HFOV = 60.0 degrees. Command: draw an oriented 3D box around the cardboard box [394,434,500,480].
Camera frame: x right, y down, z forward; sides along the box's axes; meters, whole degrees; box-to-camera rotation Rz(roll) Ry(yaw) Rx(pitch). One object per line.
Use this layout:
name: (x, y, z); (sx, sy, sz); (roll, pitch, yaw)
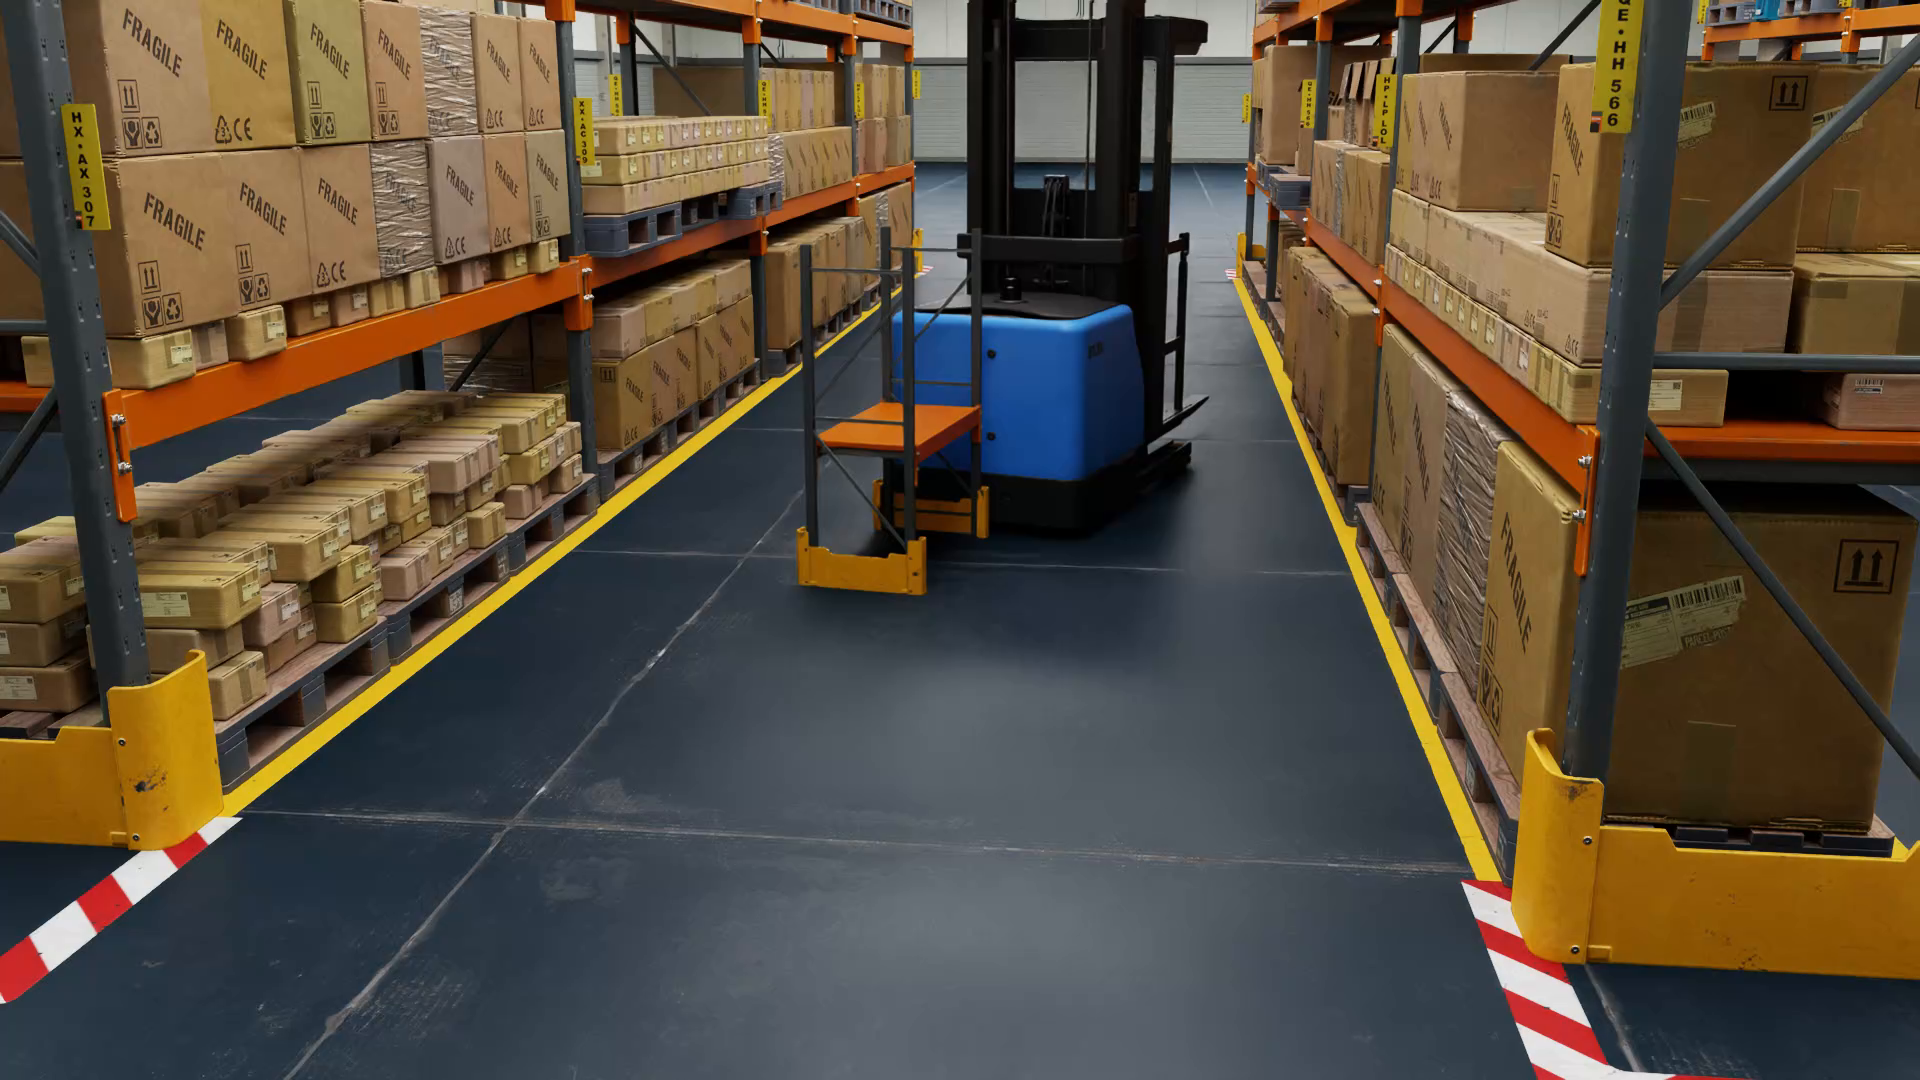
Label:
cardboard box: (-2.247, -0.367, 7.289); (0.380, 0.149, 0.250); (1, 15, 4)

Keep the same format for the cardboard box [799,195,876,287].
cardboard box: (-1.366, -3.036, 16.910); (0.875, 0.875, 0.875); (2, 15, 7)

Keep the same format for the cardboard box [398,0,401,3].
cardboard box: (-6.066, -5.577, 17.011); (0.500, 0.250, 0.500); (2, 15, 6)

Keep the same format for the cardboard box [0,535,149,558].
cardboard box: (-2.967, 0.092, 5.591); (0.380, 0.149, 0.250); (2, 15, 7)

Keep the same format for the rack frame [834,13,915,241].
rack frame: (-1.055, -4.735, 19.928); (1.000, 3.000, 0.127); (2, 15, 6)

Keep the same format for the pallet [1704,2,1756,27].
pallet: (8.593, -5.562, 17.602); (1.003, 0.211, 1.213); (2, 15, 6)

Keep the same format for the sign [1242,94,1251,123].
sign: (3.323, -4.997, 19.237); (0.100, 0.325, 0.005); (2, 15, 6)

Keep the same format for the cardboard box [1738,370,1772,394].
cardboard box: (2.480, -0.507, 4.773); (0.380, 0.149, 0.250); (1, 15, 5)

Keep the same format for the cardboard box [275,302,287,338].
cardboard box: (-2.534, -0.745, 5.654); (0.380, 0.149, 0.250); (2, 15, 9)

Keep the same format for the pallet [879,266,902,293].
pallet: (-1.208, -2.864, 18.350); (1.003, 0.211, 1.213); (2, 15, 6)

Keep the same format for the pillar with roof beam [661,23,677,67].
pillar with roof beam: (-4.229, -15.396, 47.861); (9.100, 9.000, 0.400); (2, 15, 6)

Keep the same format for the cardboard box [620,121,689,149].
cardboard box: (-1.792, -2.350, 9.645); (0.380, 0.149, 0.250); (2, 15, 6)

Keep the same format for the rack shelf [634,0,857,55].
rack shelf: (-1.732, -4.280, 13.875); (1.077, 0.370, 4.000); (2, 15, 6)

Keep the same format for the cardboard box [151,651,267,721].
cardboard box: (-2.483, 0.461, 5.366); (0.380, 0.149, 0.250); (2, 15, 7)

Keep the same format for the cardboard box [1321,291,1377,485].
cardboard box: (2.560, -0.794, 8.619); (1.225, 0.875, 0.875); (2, 15, 6)

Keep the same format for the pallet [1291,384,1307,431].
pallet: (2.795, -0.940, 11.234); (1.003, 0.211, 1.213); (2, 15, 6)

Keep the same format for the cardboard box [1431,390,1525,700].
cardboard box: (2.152, 0.005, 5.662); (0.875, 0.875, 0.875); (2, 15, 6)

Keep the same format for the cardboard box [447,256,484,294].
cardboard box: (-2.274, -1.146, 7.134); (0.380, 0.149, 0.250); (1, 15, 4)

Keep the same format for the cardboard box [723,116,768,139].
cardboard box: (-1.557, -2.889, 11.635); (0.380, 0.149, 0.250); (1, 15, 4)

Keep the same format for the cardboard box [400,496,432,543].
cardboard box: (-2.417, -0.096, 6.857); (0.380, 0.149, 0.250); (2, 15, 9)

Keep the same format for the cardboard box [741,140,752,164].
cardboard box: (-1.617, -2.606, 11.162); (0.380, 0.149, 0.250); (2, 15, 8)

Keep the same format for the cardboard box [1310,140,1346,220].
cardboard box: (2.634, -2.418, 11.168); (0.500, 0.500, 0.500); (2, 15, 8)

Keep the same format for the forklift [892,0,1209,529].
forklift: (0.697, -1.807, 9.229); (1.130, 2.935, 3.031); (6, 16, 23)

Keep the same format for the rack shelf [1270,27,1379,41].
rack shelf: (3.636, -5.214, 17.056); (0.831, 0.071, 3.687); (2, 15, 6)

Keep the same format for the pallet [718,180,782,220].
pallet: (-1.932, -2.380, 11.585); (1.213, 0.211, 1.003); (2, 15, 6)

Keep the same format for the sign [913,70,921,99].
sign: (-0.517, -5.389, 19.674); (0.100, 0.325, 0.005); (2, 15, 6)

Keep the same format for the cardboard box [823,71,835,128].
cardboard box: (-1.557, -4.100, 15.471); (0.700, 0.500, 0.500); (1, 15, 5)

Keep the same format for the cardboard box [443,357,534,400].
cardboard box: (-2.576, -0.819, 9.427); (0.500, 0.500, 0.500); (1, 15, 5)

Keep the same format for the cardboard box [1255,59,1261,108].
cardboard box: (3.411, -4.844, 17.652); (0.500, 0.500, 0.500); (2, 15, 6)

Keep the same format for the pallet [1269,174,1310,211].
pallet: (2.934, -2.584, 12.338); (1.213, 0.211, 1.003); (2, 15, 6)

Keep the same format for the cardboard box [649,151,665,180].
cardboard box: (-1.852, -2.071, 9.181); (0.380, 0.149, 0.250); (2, 15, 8)

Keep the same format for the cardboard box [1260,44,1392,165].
cardboard box: (3.182, -3.816, 14.574); (1.000, 1.000, 1.000); (2, 15, 7)

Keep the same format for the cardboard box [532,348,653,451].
cardboard box: (-2.062, -0.803, 9.369); (0.500, 0.500, 0.500); (2, 15, 8)

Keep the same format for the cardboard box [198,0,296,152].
cardboard box: (-2.495, -1.500, 5.285); (0.500, 0.500, 0.500); (2, 15, 8)

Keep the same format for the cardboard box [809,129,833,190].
cardboard box: (-1.414, -3.341, 14.579); (0.500, 0.500, 0.500); (2, 15, 7)

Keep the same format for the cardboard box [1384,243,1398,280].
cardboard box: (2.144, -1.263, 7.566); (0.380, 0.149, 0.250); (2, 15, 6)

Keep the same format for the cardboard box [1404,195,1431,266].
cardboard box: (2.133, -1.279, 6.863); (0.500, 0.250, 0.500); (2, 15, 6)

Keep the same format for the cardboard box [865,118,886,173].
cardboard box: (-1.259, -4.146, 17.462); (0.875, 0.550, 0.550); (2, 15, 6)

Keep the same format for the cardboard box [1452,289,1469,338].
cardboard box: (1.942, -0.791, 5.821); (0.380, 0.149, 0.250); (2, 15, 7)

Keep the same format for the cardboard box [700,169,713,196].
cardboard box: (-1.734, -2.197, 10.218); (0.380, 0.149, 0.250); (1, 15, 4)

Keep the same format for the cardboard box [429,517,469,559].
cardboard box: (-2.328, -0.004, 7.086); (0.380, 0.149, 0.250); (2, 15, 7)

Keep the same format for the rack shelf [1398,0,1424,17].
rack shelf: (2.282, -2.033, 5.565); (1.077, 0.370, 4.000); (2, 15, 6)

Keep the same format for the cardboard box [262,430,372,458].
cardboard box: (-2.840, -0.385, 7.356); (0.380, 0.149, 0.250); (2, 15, 7)

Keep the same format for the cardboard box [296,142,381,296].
cardboard box: (-2.432, -1.152, 5.915); (0.500, 0.500, 0.500); (2, 15, 7)

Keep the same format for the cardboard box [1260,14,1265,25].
cardboard box: (3.439, -5.559, 17.515); (0.500, 0.250, 0.500); (2, 15, 6)

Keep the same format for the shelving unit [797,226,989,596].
shelving unit: (-0.290, -0.634, 7.633); (0.587, 1.500, 1.083); (5, 16, 16)

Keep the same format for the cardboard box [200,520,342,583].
cardboard box: (-2.396, 0.038, 5.792); (0.380, 0.149, 0.250); (2, 15, 6)

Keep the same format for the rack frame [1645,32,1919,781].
rack frame: (2.053, -0.413, 3.945); (0.949, 2.616, 0.053); (2, 15, 6)

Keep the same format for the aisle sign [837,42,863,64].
aisle sign: (-1.345, -6.018, 19.689); (0.394, 0.787, 0.004); (2, 15, 6)

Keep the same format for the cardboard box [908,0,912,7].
cardboard box: (-0.756, -6.217, 19.146); (0.380, 0.149, 0.250); (2, 15, 6)
